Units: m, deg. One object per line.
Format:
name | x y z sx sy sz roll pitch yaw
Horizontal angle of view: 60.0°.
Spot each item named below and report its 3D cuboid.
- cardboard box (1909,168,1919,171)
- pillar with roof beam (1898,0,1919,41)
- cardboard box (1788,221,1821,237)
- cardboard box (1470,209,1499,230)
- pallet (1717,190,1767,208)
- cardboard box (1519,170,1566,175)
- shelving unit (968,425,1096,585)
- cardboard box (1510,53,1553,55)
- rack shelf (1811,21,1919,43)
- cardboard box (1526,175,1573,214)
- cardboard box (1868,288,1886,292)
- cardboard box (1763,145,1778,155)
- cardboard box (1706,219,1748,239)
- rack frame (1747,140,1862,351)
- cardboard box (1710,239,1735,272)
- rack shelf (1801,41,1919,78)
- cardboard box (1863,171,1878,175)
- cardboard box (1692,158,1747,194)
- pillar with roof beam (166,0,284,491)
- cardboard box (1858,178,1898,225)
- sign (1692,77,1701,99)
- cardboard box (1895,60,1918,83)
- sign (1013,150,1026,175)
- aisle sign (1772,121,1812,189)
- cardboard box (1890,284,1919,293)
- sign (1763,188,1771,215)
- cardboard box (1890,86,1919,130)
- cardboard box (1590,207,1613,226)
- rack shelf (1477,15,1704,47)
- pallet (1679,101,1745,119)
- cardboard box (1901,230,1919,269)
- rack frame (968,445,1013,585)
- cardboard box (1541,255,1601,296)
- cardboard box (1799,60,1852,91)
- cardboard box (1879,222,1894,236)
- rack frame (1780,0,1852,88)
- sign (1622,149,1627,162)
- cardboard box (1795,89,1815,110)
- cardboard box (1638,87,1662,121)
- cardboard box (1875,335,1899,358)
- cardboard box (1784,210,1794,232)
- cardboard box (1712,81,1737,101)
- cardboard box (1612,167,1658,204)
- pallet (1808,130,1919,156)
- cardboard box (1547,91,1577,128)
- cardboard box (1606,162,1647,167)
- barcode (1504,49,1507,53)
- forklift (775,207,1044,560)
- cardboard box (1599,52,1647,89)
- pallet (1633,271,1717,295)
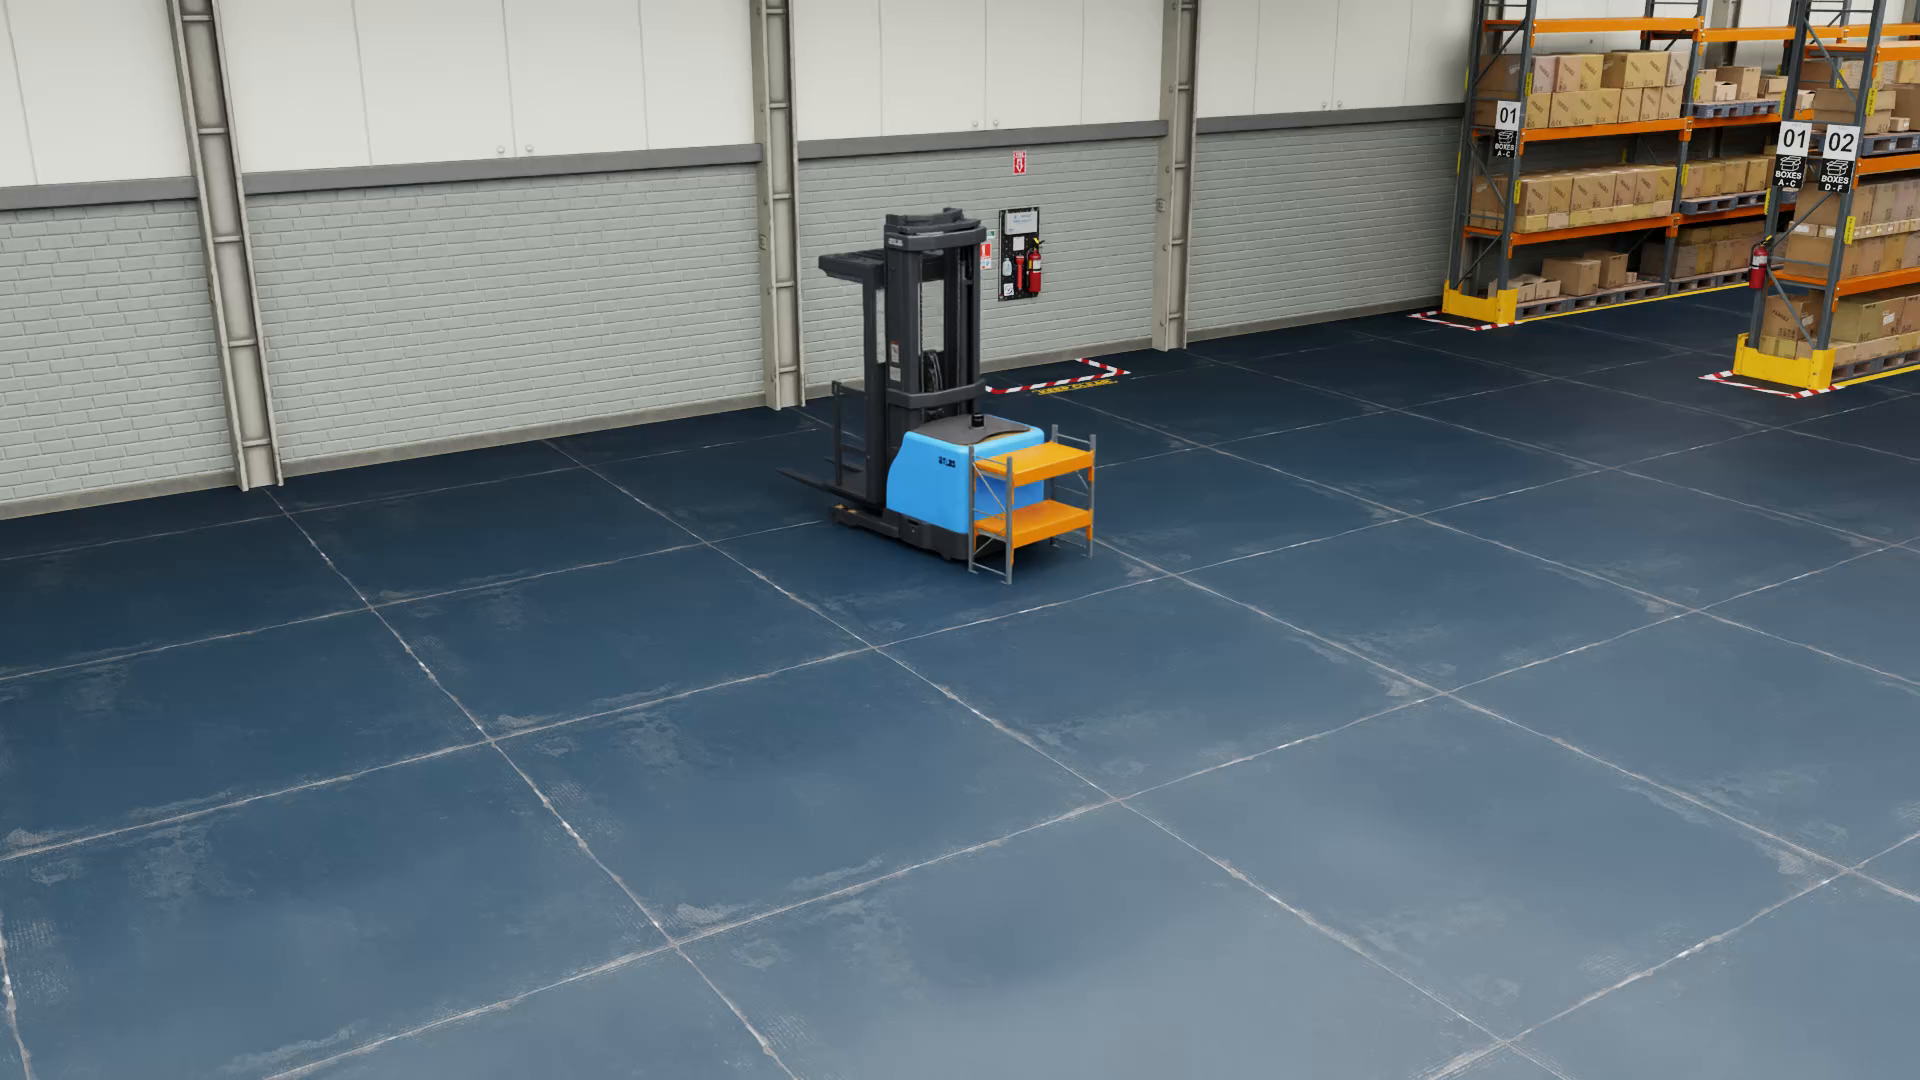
cardboard box | 13.086 -4.675 22.207 0.500 0.500 0.700 -12 22 -32
pillar with roof beam | 20.305 -8.960 27.699 0.400 9.000 9.100 -12 22 -31
cardboard box | 10.748 -3.950 21.077 0.250 0.149 0.380 -12 22 -32
cardboard box | 8.090 -4.874 25.182 0.500 0.250 0.500 -12 22 -31
pallet | 12.857 -5.760 27.899 1.213 0.211 1.003 -12 22 -31
cardboard box | 8.938 -5.413 25.606 0.500 0.500 0.500 -13 22 -33
shelving unit | 0.625 -0.320 14.434 1.048 1.125 0.538 -17 25 -40
cardboard box | 8.472 -6.998 24.829 0.500 0.500 0.500 -10 21 -28
rack shelf | 16.158 -8.875 29.193 4.000 0.370 1.077 -12 22 -31
cardboard box | 8.788 -5.183 24.925 0.500 0.500 0.500 -12 22 -31
cardboard box | 12.063 -3.171 22.407 0.500 0.500 0.500 -12 22 -31
cardboard box | 13.955 -6.644 28.359 0.250 0.149 0.380 -17 25 -40
cardboard box | 12.978 -5.274 28.206 0.500 0.250 0.500 -12 22 -32
rack frame | 10.534 -3.477 20.847 0.127 3.000 1.000 -12 22 -31
cardboard box | 12.605 -4.848 28.118 0.500 0.500 0.700 -12 22 -31
rack shelf | 12.204 -6.141 21.107 4.000 0.370 1.077 -12 22 -31
cardboard box | 15.892 -6.603 29.439 0.500 0.500 0.500 -12 22 -32
cardboard box | 12.594 -6.063 27.653 0.500 0.500 0.700 -9 21 -24
pillar with roof beam | -4.750 -3.676 12.068 0.400 9.000 9.100 -12 22 -31
cardboard box | 11.411 -4.321 21.162 0.500 0.500 0.700 -13 22 -33
sign | 11.452 -7.028 25.860 0.005 0.325 0.100 -12 22 -31
cardboard box | 16.604 -8.351 29.737 0.500 0.500 0.700 -12 22 -32
sign | 0.758 -4.798 21.133 0.199 0.298 0.001 -12 22 -31
aisle sign | 10.317 -4.776 20.629 0.004 0.787 0.394 -12 22 -31
cardboard box | 12.768 -3.119 22.255 0.500 0.500 0.500 -12 22 -31
sign | 10.247 -4.286 21.060 0.005 0.325 0.100 -12 22 -31
cardboard box | 12.071 -5.430 20.910 0.500 0.500 0.500 -12 22 -31
cardboard box | 9.666 -5.013 25.592 0.500 0.250 0.500 -12 22 -31
rack shelf | 9.477 -7.654 24.961 4.000 0.370 1.077 -12 22 -31
pallet | 11.721 -6.918 26.635 1.003 0.211 1.213 -12 22 -31
cardboard box | 12.222 -3.877 21.873 0.500 0.500 0.700 -11 22 -30
rack frame | 0.255 -0.208 14.104 0.032 1.125 0.500 -17 25 -40
cardboard box | 9.550 -4.140 26.023 0.500 0.500 0.700 -14 23 -35
cardboard box | 14.853 -7.987 28.659 0.500 0.500 0.700 -14 23 -36
cardboard box | 11.620 -3.978 21.159 0.250 0.149 0.380 -12 22 -32
rack frame | 14.488 -9.053 27.971 0.127 3.000 1.000 -12 22 -31
sign | 10.839 -6.203 27.100 0.005 0.325 0.100 -12 22 -31
cardboard box | 14.035 -7.400 27.874 0.500 0.311 0.500 -12 22 -31
cardboard box | 10.432 -6.743 25.637 0.500 0.500 0.500 -14 23 -36
cardboard box | 11.937 -2.586 21.847 0.500 0.250 0.500 -12 22 -31
cardboard box | 15.174 -5.486 29.489 0.750 0.750 0.750 -12 22 -32
cardboard box | 12.162 -7.267 26.857 0.500 0.311 0.500 -11 22 -30
cardboard box | 10.508 -5.544 25.993 0.500 0.500 0.500 -12 22 -32
pallet | 11.138 -4.974 20.728 1.213 0.211 1.003 -12 22 -31
cardboard box | 8.691 -6.357 24.493 0.500 0.500 0.500 -10 21 -28
cardboard box | 10.639 -5.773 26.669 0.500 0.500 0.500 -13 22 -33
barcode | 8.124 -7.287 24.777 0.075 0.075 0.001 -12 22 -31
forklift | -0.594 -1.604 15.412 1.130 2.935 3.031 -16 25 -40
cardboard box | 9.995 -7.103 25.139 0.500 0.500 0.500 -13 23 -33
pallet | 11.796 -4.323 27.702 1.213 0.211 1.003 -12 22 -31
